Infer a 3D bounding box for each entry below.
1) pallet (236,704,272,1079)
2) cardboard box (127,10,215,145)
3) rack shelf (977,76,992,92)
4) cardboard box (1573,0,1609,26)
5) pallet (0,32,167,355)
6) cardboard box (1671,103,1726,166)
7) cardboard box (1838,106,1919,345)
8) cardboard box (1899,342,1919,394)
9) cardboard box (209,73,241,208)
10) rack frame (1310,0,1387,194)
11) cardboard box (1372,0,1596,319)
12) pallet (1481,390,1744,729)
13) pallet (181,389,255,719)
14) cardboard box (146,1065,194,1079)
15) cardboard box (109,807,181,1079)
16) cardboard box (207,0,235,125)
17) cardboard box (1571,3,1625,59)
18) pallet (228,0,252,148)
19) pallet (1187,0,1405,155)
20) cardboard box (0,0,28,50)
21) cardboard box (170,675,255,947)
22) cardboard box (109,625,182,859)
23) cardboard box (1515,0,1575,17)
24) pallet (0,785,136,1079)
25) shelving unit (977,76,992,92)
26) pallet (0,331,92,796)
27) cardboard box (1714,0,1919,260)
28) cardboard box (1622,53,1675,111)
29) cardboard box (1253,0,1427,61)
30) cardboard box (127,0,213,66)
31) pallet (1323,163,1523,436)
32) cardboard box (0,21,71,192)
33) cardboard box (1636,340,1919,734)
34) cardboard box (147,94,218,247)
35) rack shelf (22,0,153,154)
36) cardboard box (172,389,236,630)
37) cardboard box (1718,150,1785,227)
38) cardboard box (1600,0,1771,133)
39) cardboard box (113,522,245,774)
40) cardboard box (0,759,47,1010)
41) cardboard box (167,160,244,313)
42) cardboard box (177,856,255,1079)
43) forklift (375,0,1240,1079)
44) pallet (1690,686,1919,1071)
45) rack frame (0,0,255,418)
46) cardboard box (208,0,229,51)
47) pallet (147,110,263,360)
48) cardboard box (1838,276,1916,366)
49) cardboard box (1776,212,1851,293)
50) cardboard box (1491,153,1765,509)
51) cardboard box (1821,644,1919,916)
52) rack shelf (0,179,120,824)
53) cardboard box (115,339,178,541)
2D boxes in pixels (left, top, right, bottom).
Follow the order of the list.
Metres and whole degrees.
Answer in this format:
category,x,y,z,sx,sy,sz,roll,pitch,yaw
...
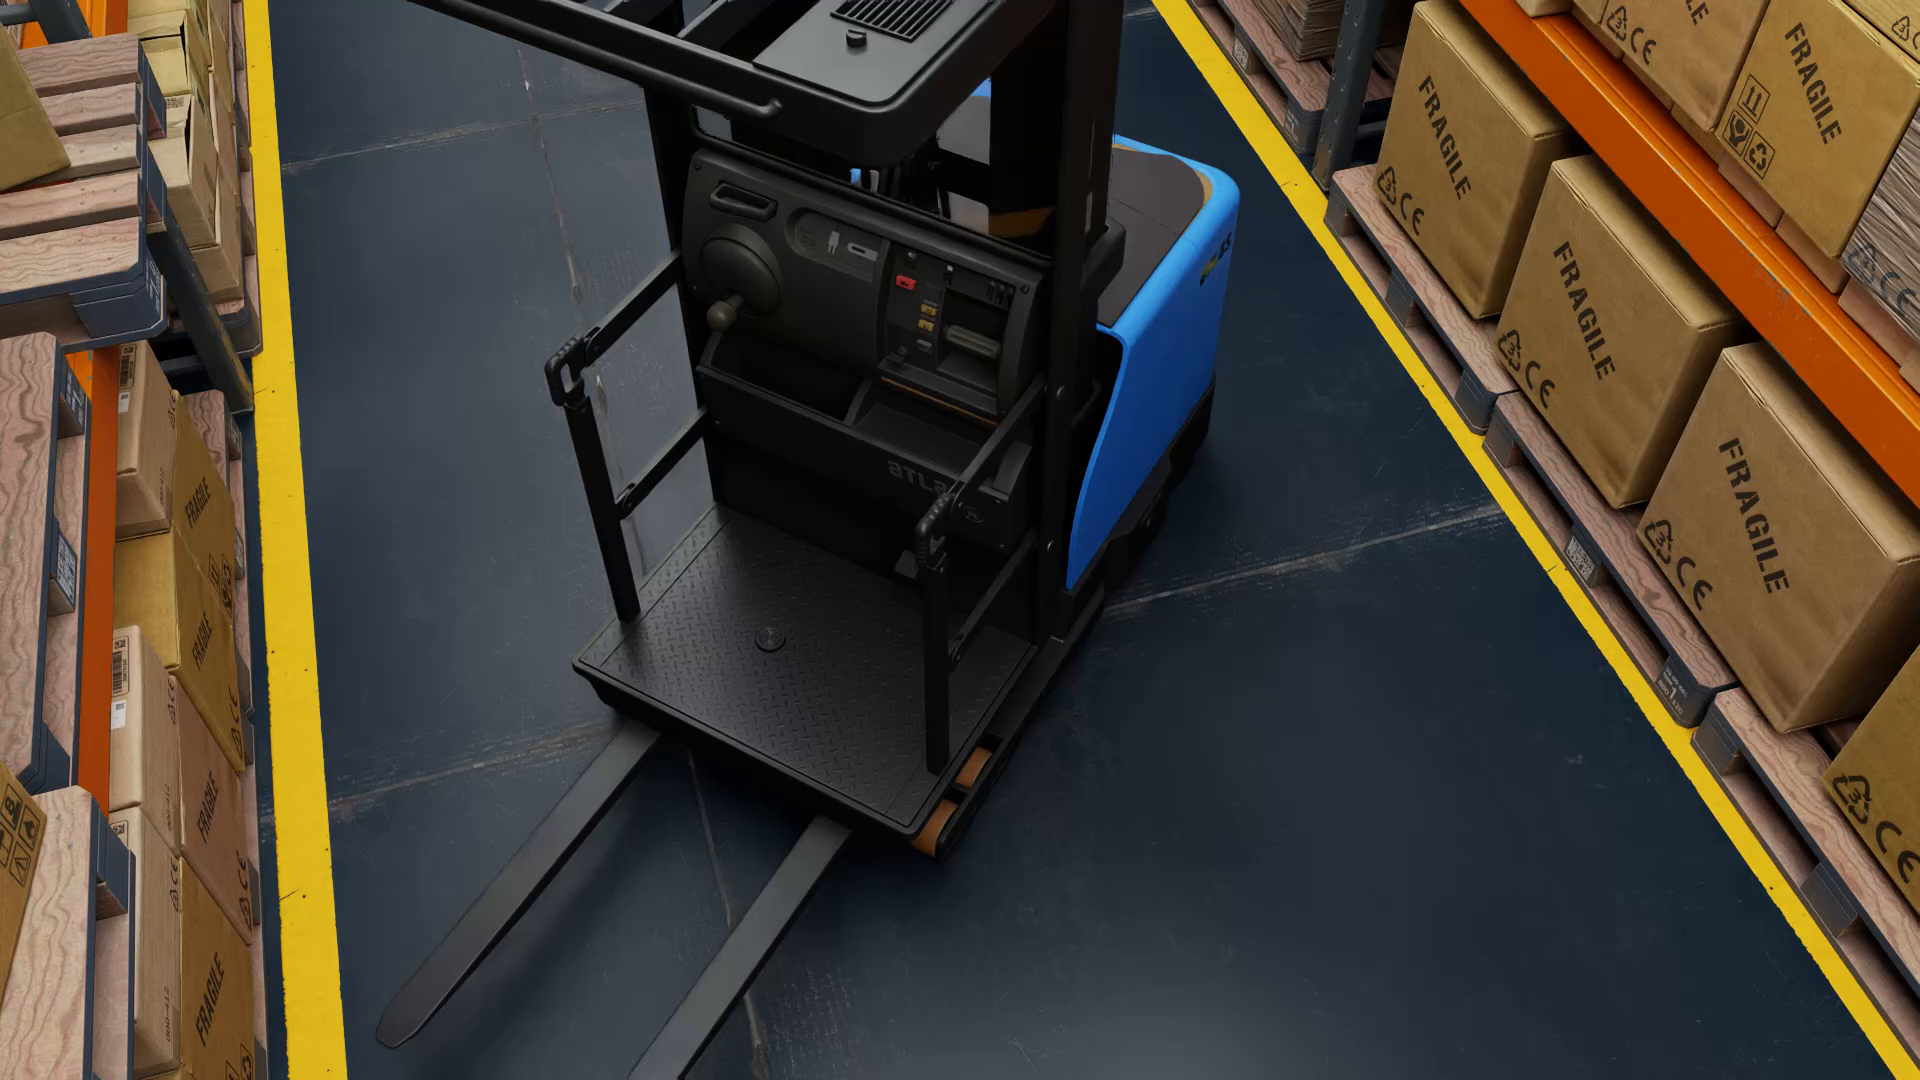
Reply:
category,x,y,z,sx,sy,sz,roll,pitch,yaw
pallet,-2.335,1.015,4.257,1.003,0.211,1.213,-13,51,-11
cardboard box,-2.914,-1.588,5.784,0.500,0.311,0.500,-14,51,-12
rack shelf,-0.174,-1.543,5.805,0.538,0.185,1.000,-22,53,-18
cardboard box,1.900,-1.788,4.522,0.500,0.500,0.500,-12,51,-10
pallet,-2.609,-0.787,4.077,1.213,0.211,1.003,-13,51,-11
cardboard box,2.138,-1.150,4.408,0.380,0.149,0.250,-13,51,-10
cardboard box,2.359,-0.683,3.591,0.500,0.500,0.500,-13,51,-11
cardboard box,2.393,-0.389,3.767,0.380,0.149,0.250,-13,51,-11
cardboard box,-2.900,-1.393,5.986,0.500,0.250,0.500,-15,51,-12
rack frame,1.854,-2.450,5.354,1.000,3.000,0.127,-13,51,-11
cardboard box,1.947,-1.326,5.537,0.750,0.750,0.750,-14,51,-11
pallet,2.373,-0.069,5.170,1.003,0.211,1.213,-13,51,-11
pallet,-2.692,0.125,5.007,1.003,0.211,1.213,-13,51,-11
cardboard box,-1.772,1.462,3.403,0.500,0.500,0.500,-13,51,-10
cardboard box,-1.900,0.877,3.405,0.500,0.250,0.500,-13,51,-11
cardboard box,-3.060,-1.771,6.305,0.500,0.250,0.500,-15,51,-12
cardboard box,1.987,-1.528,4.728,0.380,0.149,0.250,-14,51,-11
pallet,-3.440,-1.928,6.738,1.003,0.211,1.213,-13,51,-11
pallet,1.625,-2.123,6.901,1.003,0.211,1.213,-13,51,-11
cardboard box,-2.942,-1.574,4.674,0.500,0.311,0.500,-10,51,-9
cardboard box,-2.062,0.726,4.023,0.500,0.500,0.500,-15,52,-12
cardboard box,-2.049,0.511,3.714,0.500,0.250,0.500,-14,51,-12
cardboard box,1.794,-1.684,4.859,0.380,0.149,0.250,-12,51,-10
pallet,-1.826,1.047,2.531,1.003,0.211,1.213,-13,51,-11
shelving unit,-0.174,-1.659,5.667,0.538,1.500,1.048,-22,53,-18
pallet,-2.297,0.154,3.284,1.003,0.211,1.213,-13,51,-11
cardboard box,2.207,-1.046,3.897,0.500,0.500,0.500,-12,51,-10
cardboard box,2.072,-1.340,4.569,0.380,0.149,0.250,-12,51,-10
cardboard box,1.592,-2.301,6.575,0.700,0.500,0.500,-13,51,-10
cardboard box,-3.063,-1.961,6.098,0.500,0.311,0.500,-15,51,-12
pallet,2.016,-0.959,5.920,1.003,0.211,1.213,-13,51,-11
cardboard box,-2.583,-1.061,3.842,0.700,0.500,0.500,-30,56,-23
cardboard box,2.455,-0.065,4.474,0.750,0.750,0.750,-12,51,-10
cardboard box,-2.751,-1.206,5.462,0.500,0.311,0.500,-12,51,-10
rack shelf,-3.468,-2.556,5.914,1.077,0.370,4.000,-13,51,-11
cardboard box,-2.376,-0.034,4.664,0.500,0.500,0.500,-12,51,-10
cardboard box,2.194,-0.965,4.253,0.380,0.149,0.250,-13,51,-11
cardboard box,2.045,-1.425,4.216,0.500,0.500,0.500,-14,51,-11
cardboard box,-2.223,0.344,4.345,0.500,0.500,0.500,-15,51,-12
cardboard box,-1.884,0.542,2.491,0.700,0.500,0.500,-6,50,-5
cardboard box,-2.751,-1.026,5.676,0.500,0.250,0.500,-13,51,-11
cardboard box,-1.913,1.096,3.712,0.500,0.500,0.500,-13,51,-11
forklift,-0.355,-0.493,3.749,1.130,2.935,3.031,24,54,19
pallet,2.737,0.823,4.418,1.003,0.211,1.213,-13,51,-11
rack frame,-2.877,-1.328,4.407,1.000,3.000,0.127,-13,51,-11
cardboard box,-3.211,-2.145,6.621,0.500,0.250,0.500,-12,51,-10
pallet,-3.083,-1.039,5.988,1.003,0.211,1.213,-13,51,-11
cardboard box,2.333,-0.575,3.924,0.380,0.149,0.250,-15,51,-12
cardboard box,2.265,-0.772,4.090,0.380,0.149,0.250,-12,51,-10
cardboard box,2.199,-0.685,4.997,0.750,0.750,0.750,-14,51,-11
cardboard box,2.721,0.583,3.928,0.750,0.750,0.750,-13,51,-11
rack shelf,-2.285,0.365,3.451,1.077,0.370,4.000,-13,51,-11
cardboard box,-2.355,-0.235,4.343,0.500,0.250,0.500,-12,51,-10
